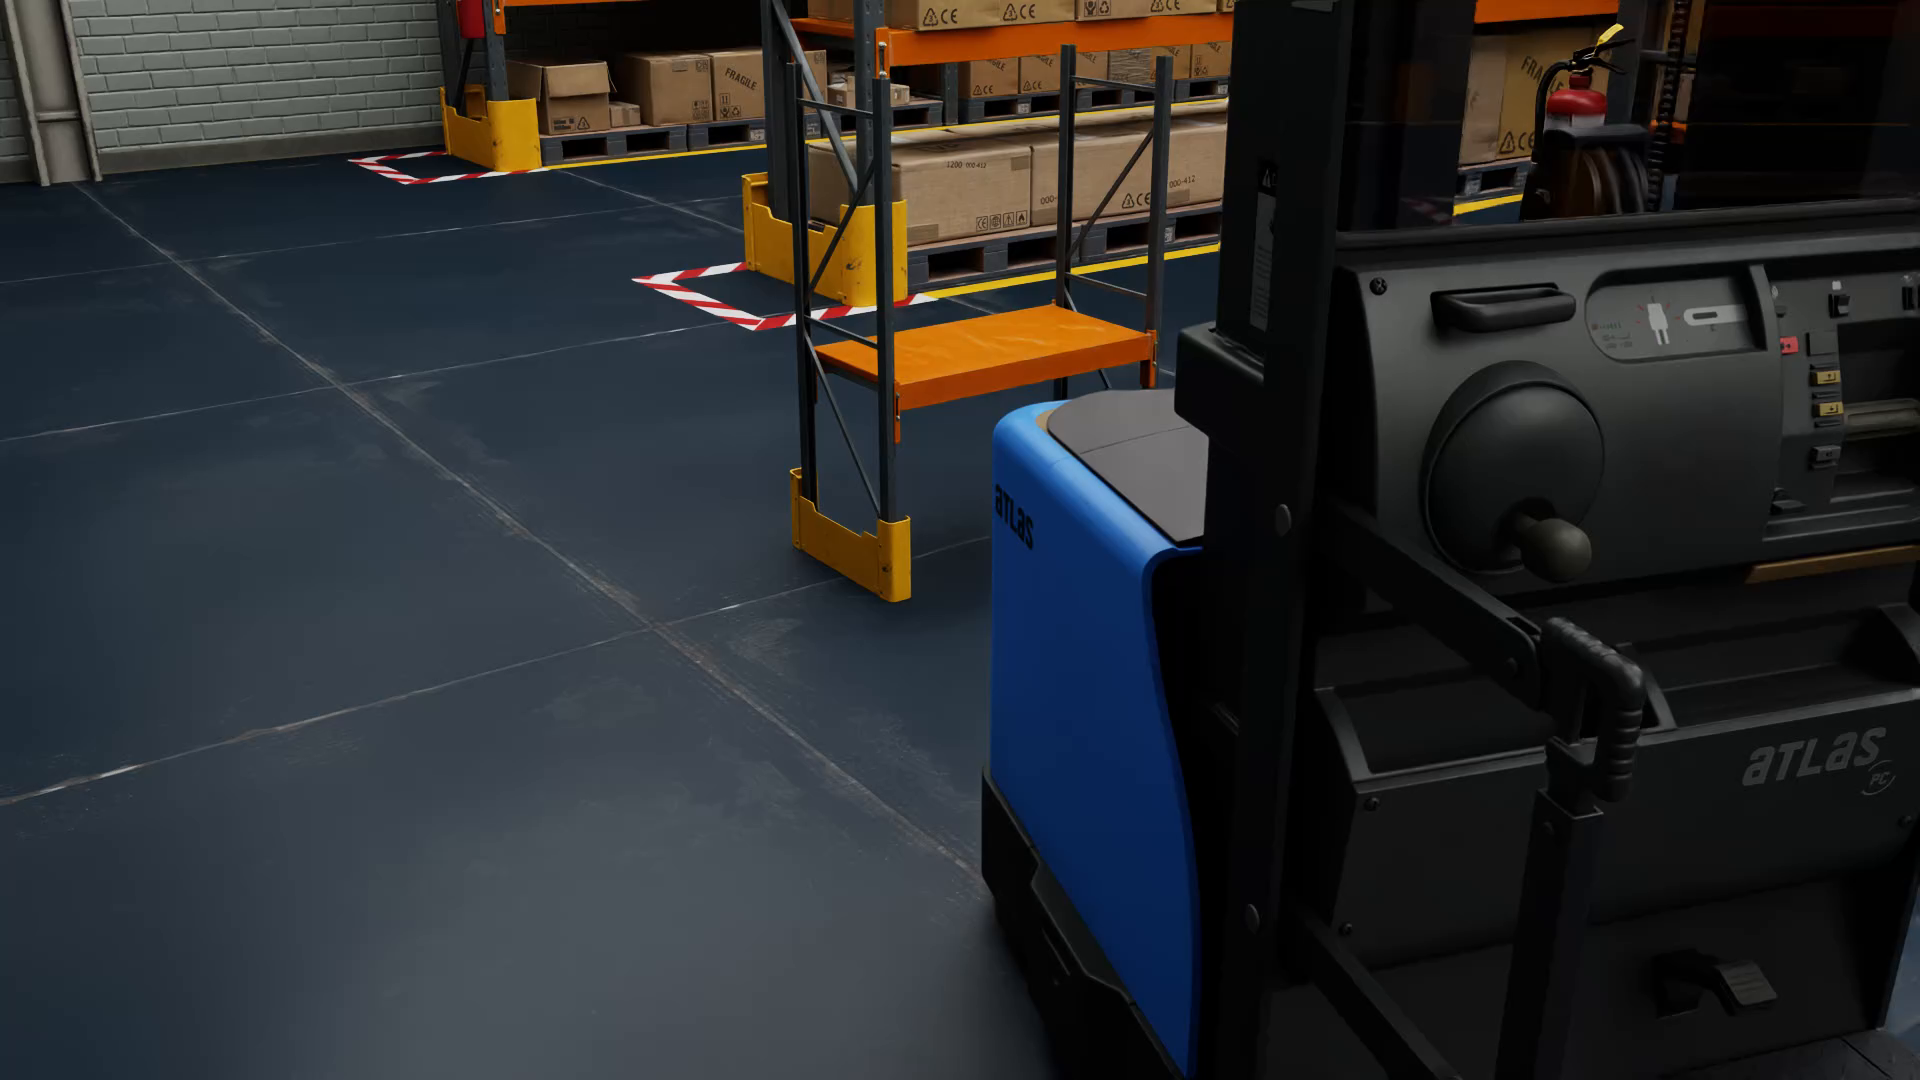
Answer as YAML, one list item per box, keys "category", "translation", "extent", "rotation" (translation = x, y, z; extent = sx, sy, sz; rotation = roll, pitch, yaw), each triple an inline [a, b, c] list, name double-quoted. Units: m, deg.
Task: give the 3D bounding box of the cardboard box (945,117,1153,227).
- category: "cardboard box"
  translation: [0.513, -2.142, 9.607]
  extent: [0.875, 0.438, 0.875]
  rotation: [-14, 26, -31]

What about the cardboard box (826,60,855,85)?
- category: "cardboard box"
  translation: [-1.031, -3.996, 14.424]
  extent: [0.500, 0.311, 0.500]
  rotation: [-14, 26, -31]

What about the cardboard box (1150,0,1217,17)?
- category: "cardboard box"
  translation: [1.070, -3.163, 9.141]
  extent: [0.500, 0.500, 0.500]
  rotation: [-14, 26, -31]

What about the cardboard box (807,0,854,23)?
- category: "cardboard box"
  translation: [-0.465, -2.994, 8.716]
  extent: [0.500, 0.500, 0.500]
  rotation: [-15, 26, -33]

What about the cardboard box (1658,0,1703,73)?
- category: "cardboard box"
  translation: [2.486, -1.655, 4.961]
  extent: [0.500, 0.500, 0.500]
  rotation: [-14, 26, -32]

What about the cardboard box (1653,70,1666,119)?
- category: "cardboard box"
  translation: [5.183, -3.578, 12.617]
  extent: [0.875, 0.875, 0.875]
  rotation: [-15, 26, -33]

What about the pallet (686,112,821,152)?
- category: "pallet"
  translation: [-1.906, -3.412, 13.663]
  extent: [1.213, 0.211, 1.003]
  rotation: [-15, 26, -33]

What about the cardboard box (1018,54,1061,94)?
- category: "cardboard box"
  translation: [0.594, -4.311, 14.958]
  extent: [0.500, 0.500, 0.500]
  rotation: [-15, 26, -34]

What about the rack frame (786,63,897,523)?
- category: "rack frame"
  translation: [-0.343, -0.605, 4.889]
  extent: [0.032, 1.500, 0.500]
  rotation: [-15, 26, -33]

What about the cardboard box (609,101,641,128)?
- category: "cardboard box"
  translation: [-2.684, -3.311, 12.926]
  extent: [0.250, 0.149, 0.380]
  rotation: [-16, 27, -35]

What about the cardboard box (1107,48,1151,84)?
- category: "cardboard box"
  translation: [1.426, -4.528, 15.502]
  extent: [0.500, 0.500, 0.500]
  rotation: [-16, 27, -35]

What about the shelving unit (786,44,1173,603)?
- category: "shelving unit"
  translation: [0.062, -0.713, 5.160]
  extent: [1.083, 1.500, 0.587]
  rotation: [-15, 26, -33]

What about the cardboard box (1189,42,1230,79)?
- category: "cardboard box"
  translation: [2.260, -4.760, 16.084]
  extent: [0.500, 0.500, 0.500]
  rotation: [-15, 26, -34]

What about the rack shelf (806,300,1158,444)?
- category: "rack shelf"
  translation: [0.069, -0.548, 5.231]
  extent: [1.000, 0.185, 0.538]
  rotation: [-15, 26, -33]

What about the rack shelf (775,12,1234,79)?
- category: "rack shelf"
  translation: [0.922, -2.862, 9.492]
  extent: [4.000, 0.370, 1.077]
  rotation: [-15, 26, -33]

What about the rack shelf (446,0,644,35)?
- category: "rack shelf"
  translation: [-1.980, -4.354, 13.232]
  extent: [4.000, 0.370, 1.077]
  rotation: [-15, 26, -33]

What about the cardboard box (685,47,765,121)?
- category: "cardboard box"
  translation: [-1.848, -3.651, 13.305]
  extent: [0.500, 0.500, 0.500]
  rotation: [-14, 26, -32]

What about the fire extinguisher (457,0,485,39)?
- category: "fire extinguisher"
  translation: [-3.453, -3.876, 11.669]
  extent: [0.183, 0.674, 0.296]
  rotation: [-15, 26, -33]

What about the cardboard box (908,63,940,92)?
- category: "cardboard box"
  translation: [-0.131, -4.351, 15.058]
  extent: [0.500, 0.500, 0.500]
  rotation: [-15, 26, -33]

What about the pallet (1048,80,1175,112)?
- category: "pallet"
  translation: [1.272, -4.279, 15.836]
  extent: [1.213, 0.211, 1.003]
  rotation: [-15, 26, -33]

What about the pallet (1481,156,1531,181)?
- category: "pallet"
  translation: [4.119, -2.789, 12.101]
  extent: [1.213, 0.211, 1.003]
  rotation: [-15, 26, -33]

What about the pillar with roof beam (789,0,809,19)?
- category: "pillar with roof beam"
  translation: [1.066, -6.733, 10.128]
  extent: [0.400, 9.000, 9.100]
  rotation: [-15, 26, -33]

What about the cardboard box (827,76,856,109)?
- category: "cardboard box"
  translation: [-0.927, -3.760, 13.895]
  extent: [0.258, 0.266, 0.396]
  rotation: [-14, 26, -31]

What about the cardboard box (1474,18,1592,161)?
- category: "cardboard box"
  translation: [3.730, -3.193, 11.652]
  extent: [0.875, 0.875, 0.875]
  rotation: [-14, 26, -31]

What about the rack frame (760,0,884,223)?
- category: "rack frame"
  translation: [-0.702, -2.763, 8.274]
  extent: [0.127, 3.000, 1.000]
  rotation: [-15, 26, -33]

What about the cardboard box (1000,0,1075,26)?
- category: "cardboard box"
  translation: [0.250, -2.945, 8.594]
  extent: [0.500, 0.500, 0.500]
  rotation: [-15, 26, -34]

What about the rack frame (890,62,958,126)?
- category: "rack frame"
  translation: [-0.357, -5.121, 14.184]
  extent: [0.127, 3.000, 1.000]
  rotation: [-15, 26, -33]

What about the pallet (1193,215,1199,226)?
- category: "pallet"
  translation: [1.882, -2.193, 10.607]
  extent: [1.213, 0.211, 1.003]
  rotation: [-15, 26, -33]

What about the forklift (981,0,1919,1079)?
- category: "forklift"
  translation: [0.962, -0.151, 1.819]
  extent: [1.130, 2.935, 3.031]
  rotation: [-6, 23, -16]

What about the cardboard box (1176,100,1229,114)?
- category: "cardboard box"
  translation: [1.973, -2.530, 10.581]
  extent: [0.875, 0.438, 0.875]
  rotation: [-15, 26, -34]

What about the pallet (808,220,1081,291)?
- category: "pallet"
  translation: [-0.099, -1.665, 9.283]
  extent: [1.213, 0.211, 1.003]
  rotation: [-15, 26, -33]

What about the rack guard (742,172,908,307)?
- category: "rack guard"
  translation: [-0.721, -1.597, 8.724]
  extent: [0.348, 0.500, 1.175]
  rotation: [-15, 26, -33]
